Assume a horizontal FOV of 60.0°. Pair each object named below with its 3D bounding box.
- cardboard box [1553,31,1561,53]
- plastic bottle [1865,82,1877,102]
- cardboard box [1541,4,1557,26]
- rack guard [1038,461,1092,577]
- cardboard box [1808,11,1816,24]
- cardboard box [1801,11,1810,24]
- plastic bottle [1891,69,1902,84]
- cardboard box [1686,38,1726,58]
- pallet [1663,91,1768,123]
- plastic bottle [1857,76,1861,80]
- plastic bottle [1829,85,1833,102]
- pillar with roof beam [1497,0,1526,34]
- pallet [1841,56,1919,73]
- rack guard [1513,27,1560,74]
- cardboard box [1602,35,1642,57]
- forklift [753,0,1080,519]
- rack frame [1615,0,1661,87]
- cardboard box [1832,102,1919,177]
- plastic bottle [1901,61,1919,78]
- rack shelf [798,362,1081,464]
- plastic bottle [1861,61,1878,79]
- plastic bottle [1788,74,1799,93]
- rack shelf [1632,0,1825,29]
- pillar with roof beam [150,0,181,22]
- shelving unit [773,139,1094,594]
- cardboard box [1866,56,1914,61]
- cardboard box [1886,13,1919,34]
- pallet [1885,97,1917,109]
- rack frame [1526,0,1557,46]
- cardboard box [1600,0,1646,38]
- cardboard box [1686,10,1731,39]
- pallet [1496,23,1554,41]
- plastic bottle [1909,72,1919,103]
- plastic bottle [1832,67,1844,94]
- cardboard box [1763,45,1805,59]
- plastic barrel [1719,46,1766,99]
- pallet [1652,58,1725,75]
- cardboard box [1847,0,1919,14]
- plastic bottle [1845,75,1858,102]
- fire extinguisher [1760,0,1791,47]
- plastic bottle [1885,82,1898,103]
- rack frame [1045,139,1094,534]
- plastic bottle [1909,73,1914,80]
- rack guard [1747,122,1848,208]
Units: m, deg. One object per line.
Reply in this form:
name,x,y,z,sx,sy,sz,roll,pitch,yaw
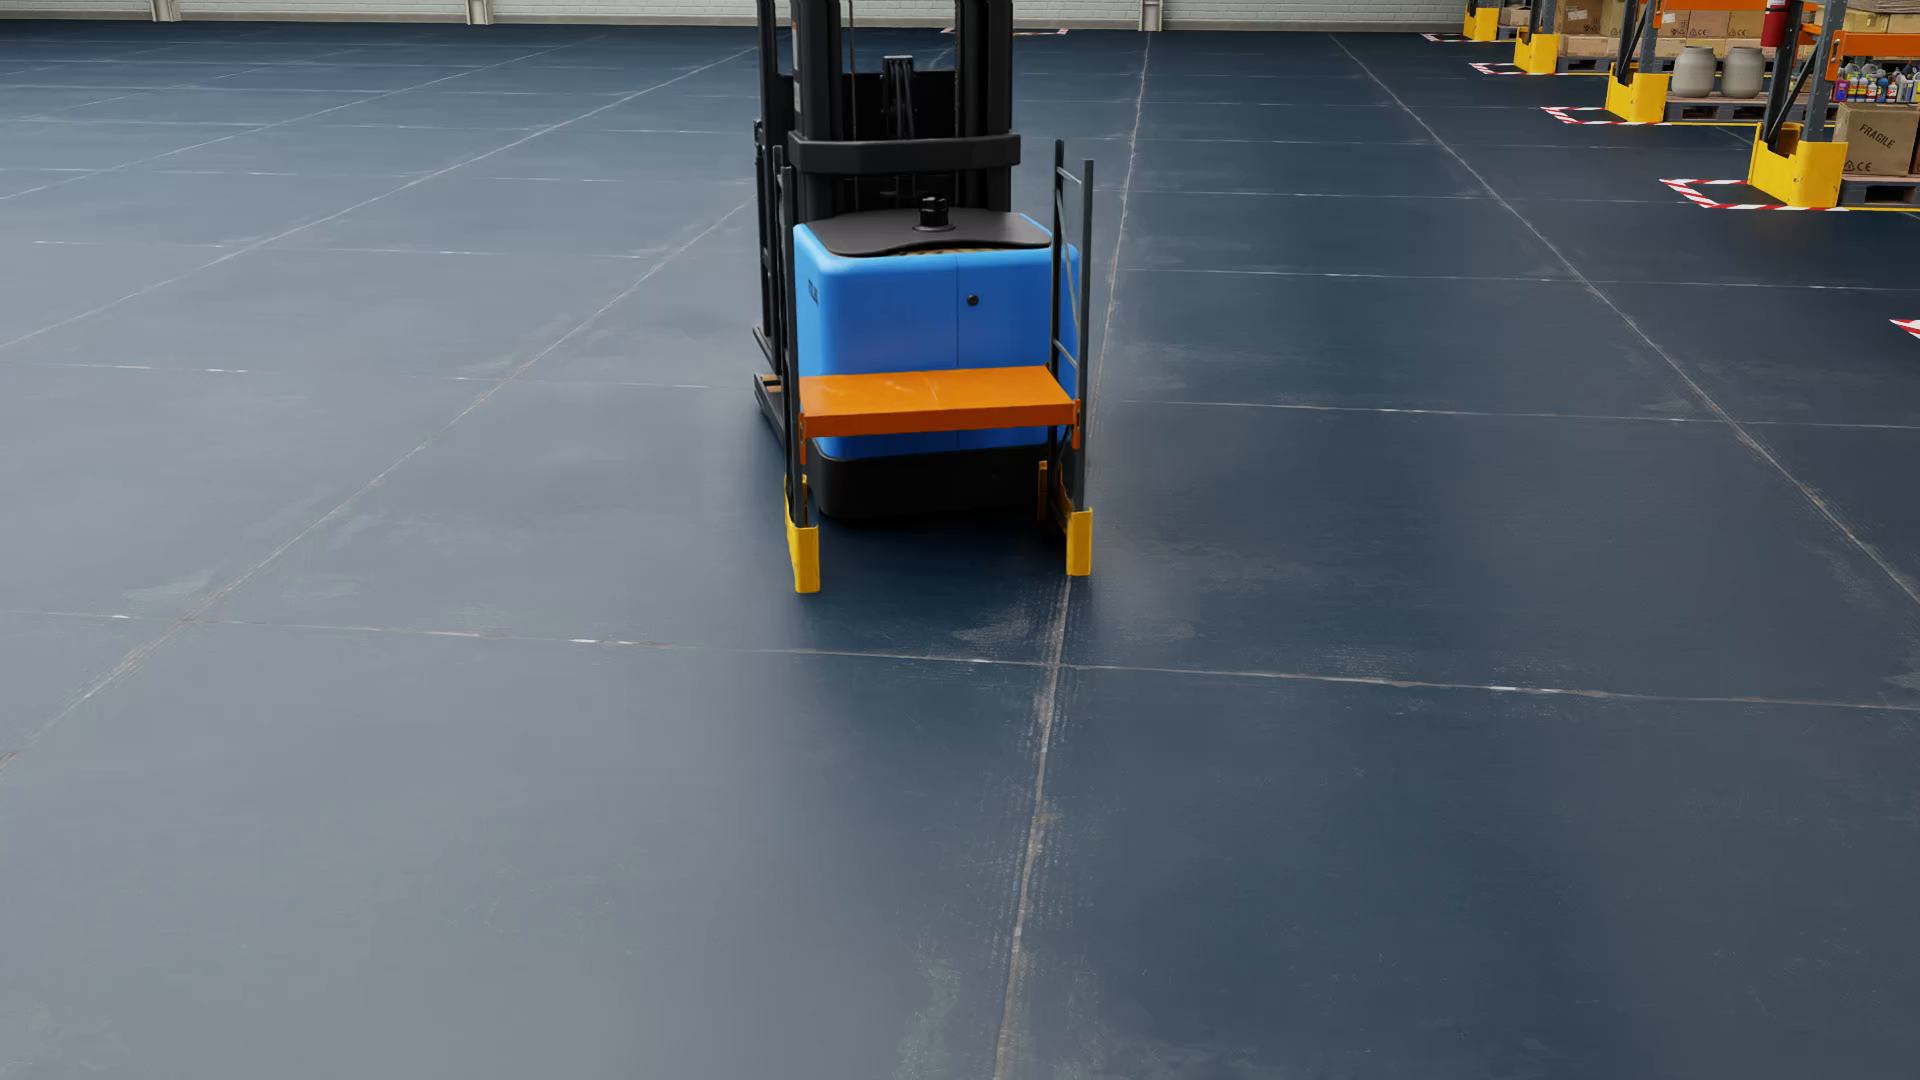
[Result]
cardboard box,8.429,-6.831,22.807,0.500,0.250,0.500,2,22,6
plastic bottle,9.577,-4.709,17.479,0.097,0.201,0.097,0,22,0
cardboard box,9.684,-8.505,26.932,0.500,0.311,0.500,4,22,11
rack guard,0.394,-0.090,6.327,0.087,0.250,0.587,-3,22,-9
cardboard box,11.410,-7.056,22.357,0.500,0.500,0.500,2,22,6
cardboard box,10.852,-6.888,21.932,0.500,0.500,0.500,2,22,6
plastic bottle,10.157,-4.971,18.047,0.097,0.271,0.097,0,22,0
cardboard box,9.857,-6.576,22.163,0.500,0.250,0.500,2,22,6
pallet,8.162,-4.701,18.045,1.213,0.211,1.003,2,22,6
plastic bottle,9.729,-4.927,18.029,0.097,0.201,0.097,0,22,0
plastic bottle,9.142,-4.728,17.527,0.097,0.201,0.097,0,22,0
pillar with roof beam,8.731,-11.142,22.383,0.400,9.000,9.100,2,22,6
pallet,12.570,-6.342,22.195,1.213,0.211,1.003,2,22,6
rack guard,7.838,-6.668,22.627,0.348,0.500,1.175,2,22,6
cardboard box,8.865,-6.622,22.277,0.500,0.250,0.500,2,22,6
forklift,-0.372,-1.956,7.401,1.130,2.935,3.031,-5,22,-13
rack frame,7.275,-6.021,17.591,0.127,3.000,1.000,2,22,6
cardboard box,7.310,-3.213,13.315,0.500,0.500,0.500,7,23,16
plastic bottle,10.307,-5.016,18.051,0.185,0.351,0.144,2,22,4
rack shelf,-0.106,-0.473,6.087,1.000,0.185,0.538,-3,22,-9
plastic bottle,9.885,-5.034,18.098,0.185,0.351,0.144,2,22,6
plastic bottle,9.150,-5.005,18.228,0.097,0.201,0.097,0,22,0
rack shelf,9.261,-5.600,17.504,4.000,0.370,1.077,2,22,6
pillar with roof beam,-15.102,-12.181,25.010,0.400,9.000,9.100,2,22,6
shelving unit,-0.098,-0.641,6.022,1.083,1.500,0.587,-3,22,-9
cardboard box,12.205,-6.465,21.882,0.500,0.250,0.500,2,22,5
cardboard box,7.193,-3.979,12.766,0.250,0.149,0.380,2,22,6
pallet,10.585,-4.596,17.778,1.213,0.211,1.003,2,22,6
rack frame,7.862,-7.830,22.165,0.127,3.000,1.000,2,22,6
cardboard box,8.865,-6.970,22.138,0.500,0.500,0.500,2,22,6
cardboard box,9.857,-6.925,22.024,0.500,0.500,0.500,2,22,6
pallet,9.319,-8.290,27.123,1.213,0.211,1.003,2,22,6
plastic bottle,10.062,-4.766,17.420,0.185,0.351,0.144,2,22,6
plastic bottle,9.535,-5.013,18.146,0.135,0.276,0.152,2,22,5
cardboard box,10.852,-6.539,22.068,0.500,0.250,0.500,2,22,6
plastic barrel,8.435,-5.037,17.914,0.421,0.512,0.421,0,22,0
pallet,9.834,-6.462,22.496,1.213,0.211,1.003,2,22,6
cardboard box,7.235,-4.364,12.858,0.500,0.500,0.875,2,22,6
plastic bottle,9.379,-4.750,17.488,0.097,0.271,0.097,0,22,0
fire extinguisher,6.633,-4.350,13.469,0.183,0.674,0.296,2,22,6
plastic bottle,9.781,-4.700,17.456,0.097,0.201,0.097,0,22,0
rack frame,0.395,-0.671,6.098,0.032,1.500,0.500,-3,22,-9
plastic bottle,10.049,-4.773,17.529,0.133,0.283,0.061,2,22,6
rack guard,6.768,-3.047,13.468,0.348,0.500,1.175,2,22,6
